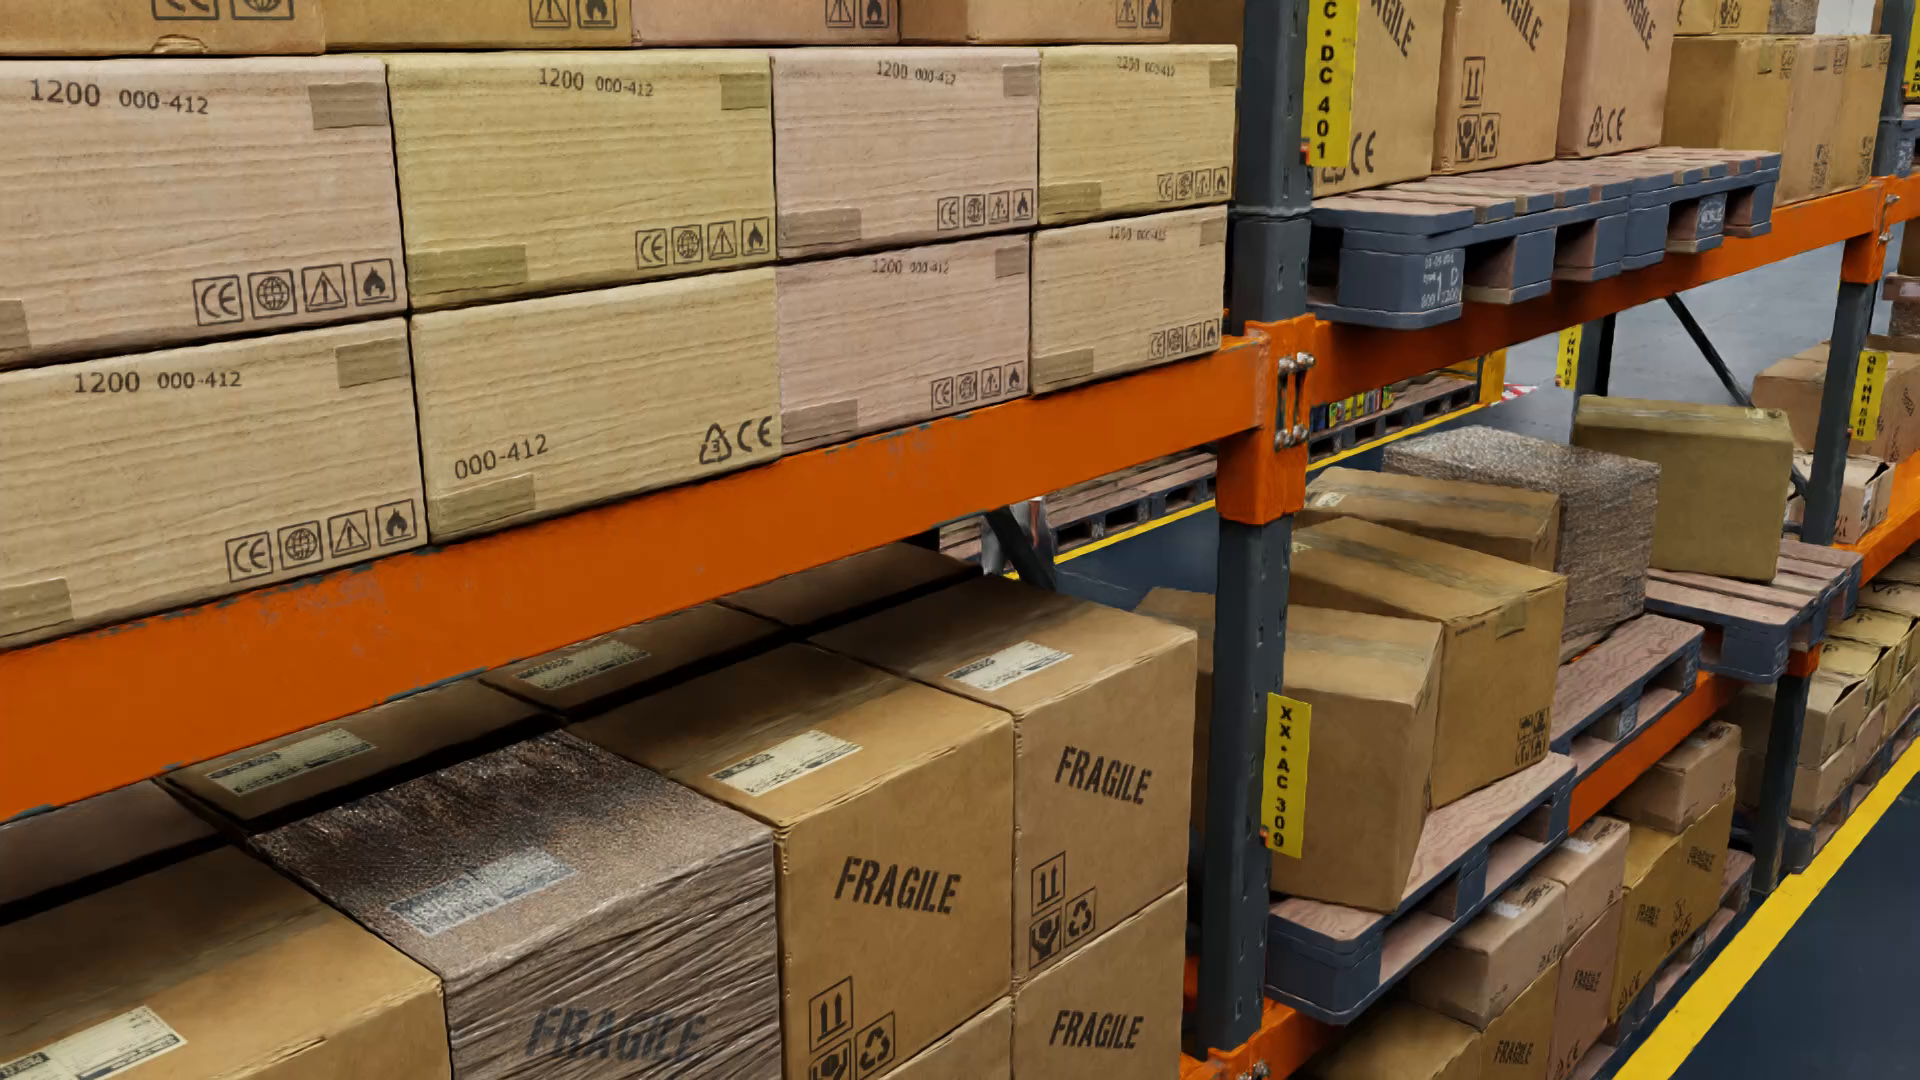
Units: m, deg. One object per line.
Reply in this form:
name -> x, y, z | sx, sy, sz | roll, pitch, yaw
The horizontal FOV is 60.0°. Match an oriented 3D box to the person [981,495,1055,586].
person -> 0.289, -0.129, 8.966 | 0.434, 1.549, 0.887 | 12, 21, 35
